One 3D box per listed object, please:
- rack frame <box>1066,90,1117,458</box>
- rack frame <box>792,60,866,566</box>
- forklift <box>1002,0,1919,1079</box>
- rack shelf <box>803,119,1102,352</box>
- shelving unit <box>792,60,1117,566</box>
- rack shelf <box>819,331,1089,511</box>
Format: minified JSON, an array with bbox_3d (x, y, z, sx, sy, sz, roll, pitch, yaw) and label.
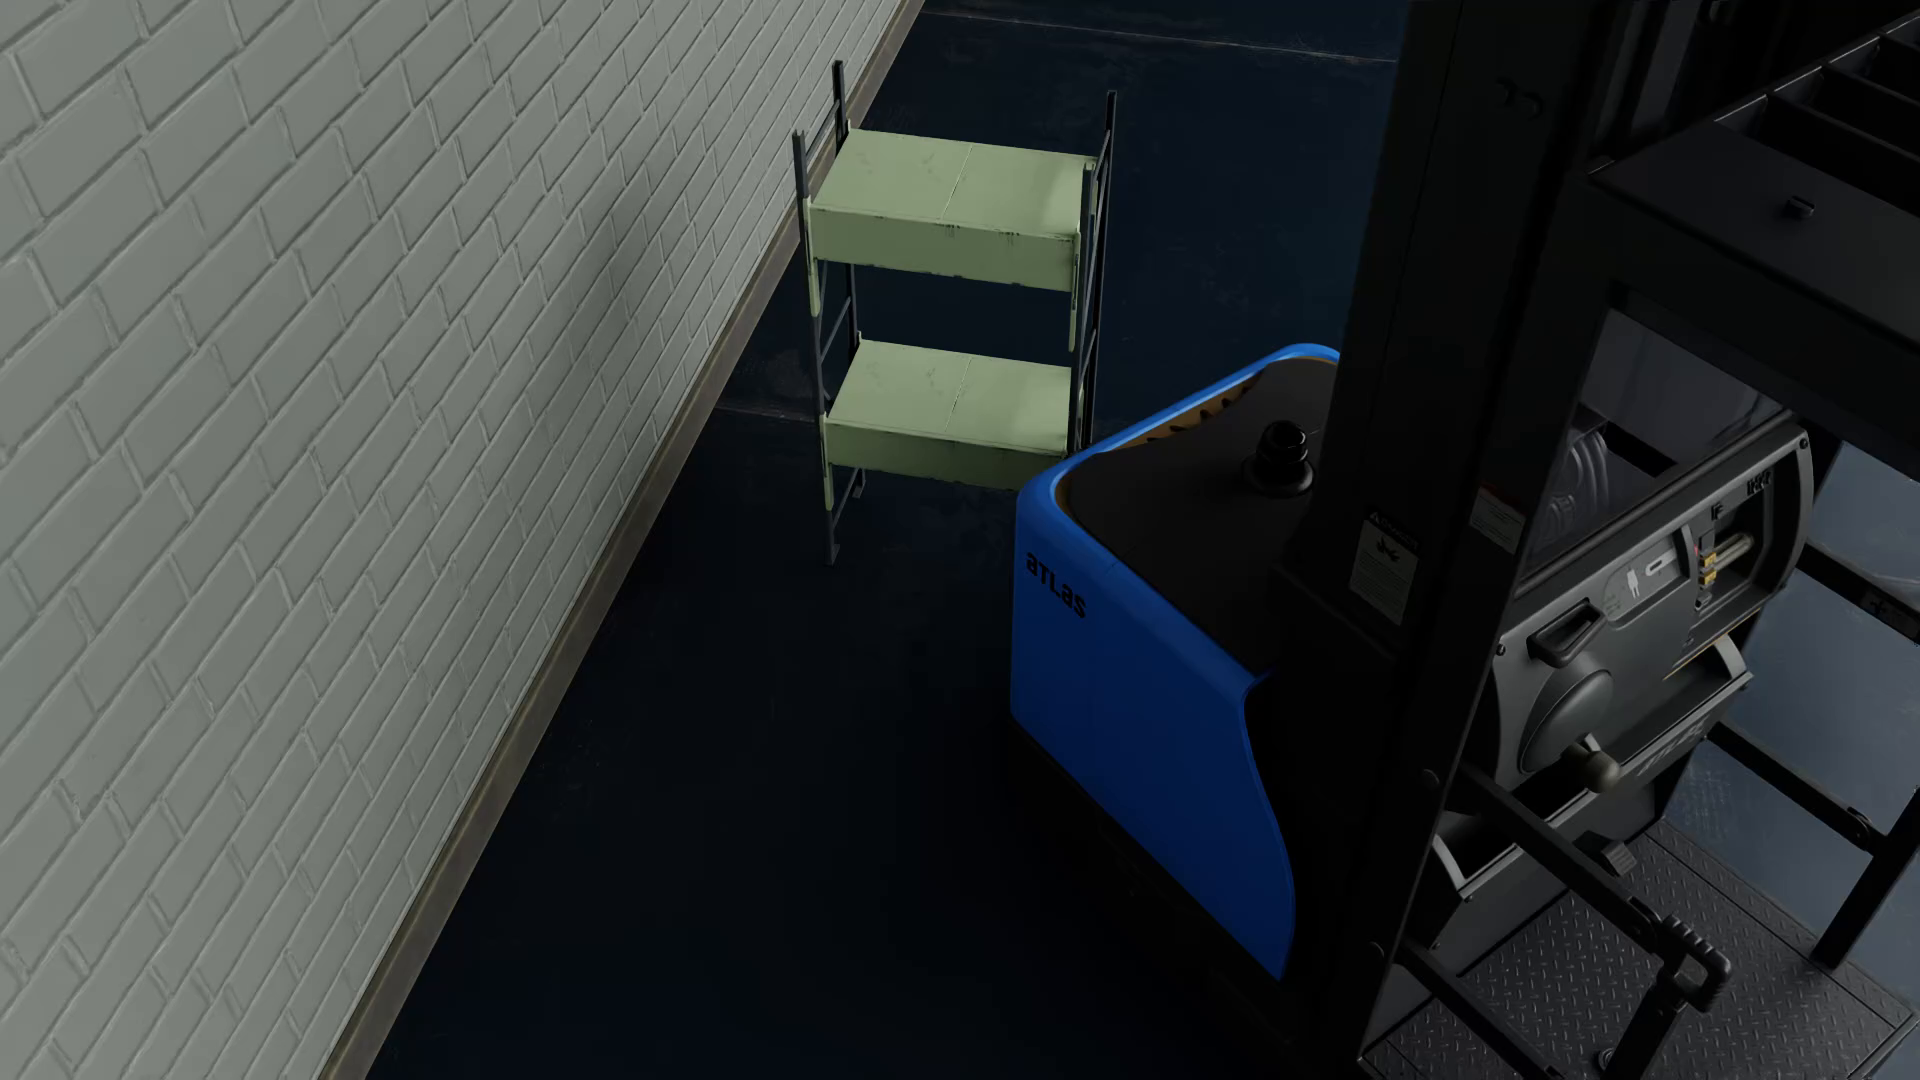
[{"bbox_3d":[0.351,-0.486,4.673,0.023,1.500,0.400,9,45,9],"label":"rack frame"},{"bbox_3d":[-0.364,-0.597,4.789,0.023,1.500,0.400,9,45,9],"label":"rack frame"},{"bbox_3d":[1.402,0.206,2.922,1.130,2.935,3.031,-28,50,-26],"label":"forklift"},{"bbox_3d":[-0.007,-0.823,4.460,0.720,0.370,0.431,9,45,9],"label":"rack shelf"},{"bbox_3d":[-0.007,-0.541,4.731,0.755,1.500,0.431,9,45,9],"label":"shelving unit"},{"bbox_3d":[-0.007,-0.306,4.957,0.720,0.370,0.431,9,45,9],"label":"rack shelf"}]
